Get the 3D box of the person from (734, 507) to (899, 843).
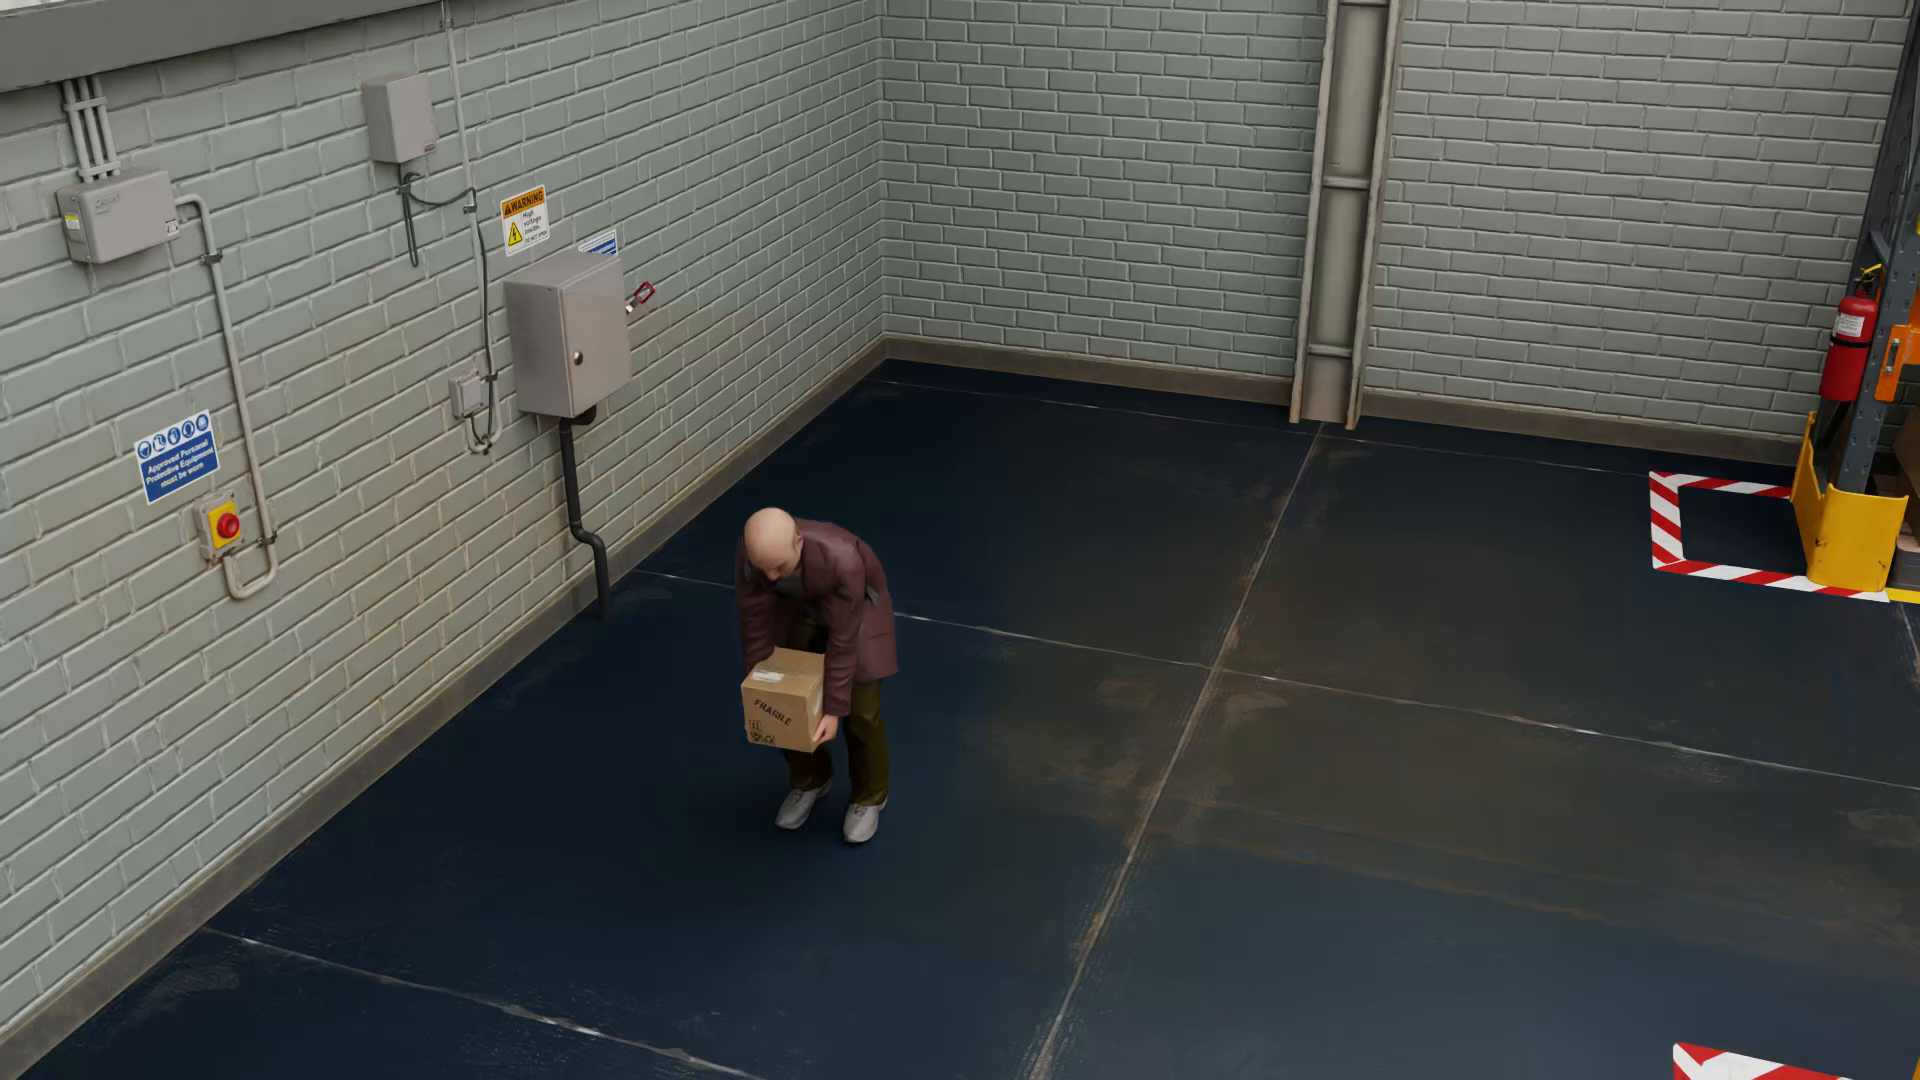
[{"bbox_3d":[-0.543,0.456,5.989,0.549,1.507,0.815,8,27,16],"label":"person"}]
